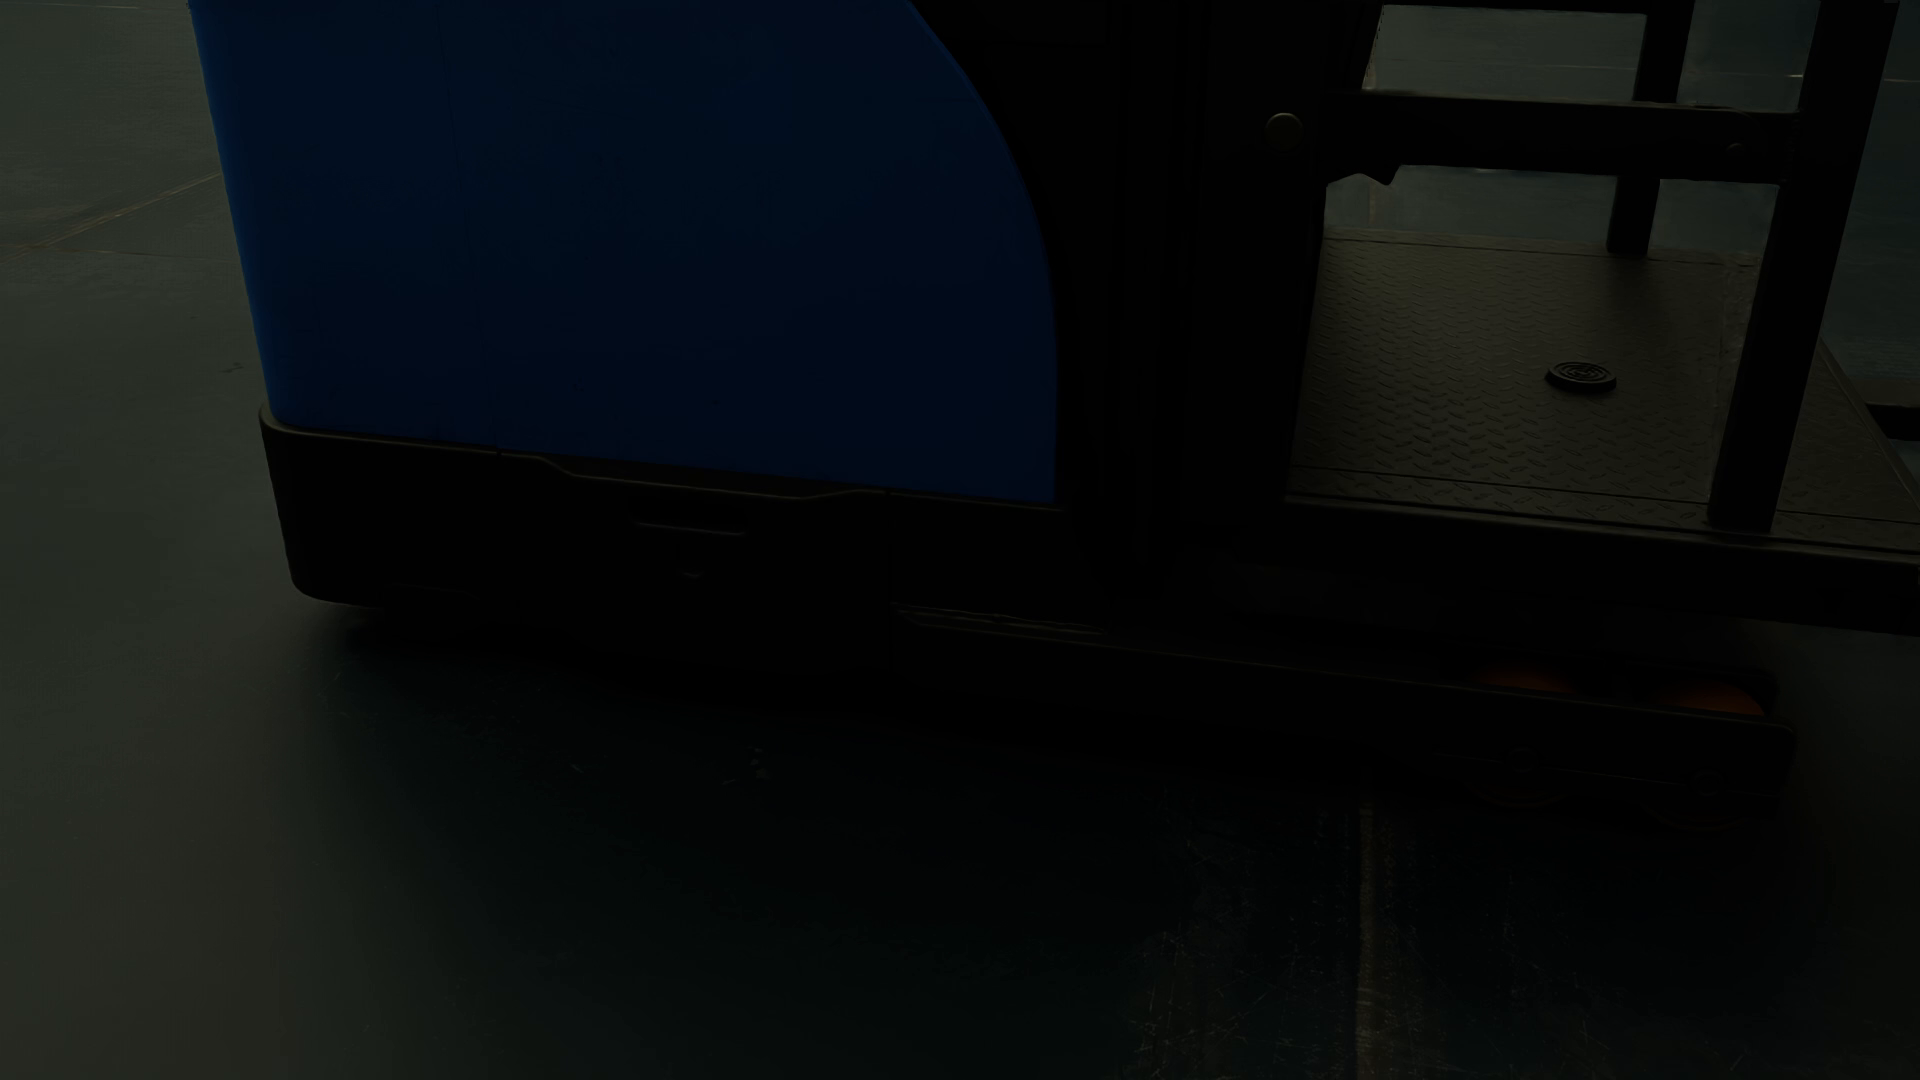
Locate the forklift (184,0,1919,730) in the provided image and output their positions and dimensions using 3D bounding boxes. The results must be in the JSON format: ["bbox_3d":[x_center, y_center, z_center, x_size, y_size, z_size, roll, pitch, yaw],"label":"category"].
[{"bbox_3d":[0.681,-1.333,1.889,3.031,2.935,1.130,-2,27,-4],"label":"forklift"}]
